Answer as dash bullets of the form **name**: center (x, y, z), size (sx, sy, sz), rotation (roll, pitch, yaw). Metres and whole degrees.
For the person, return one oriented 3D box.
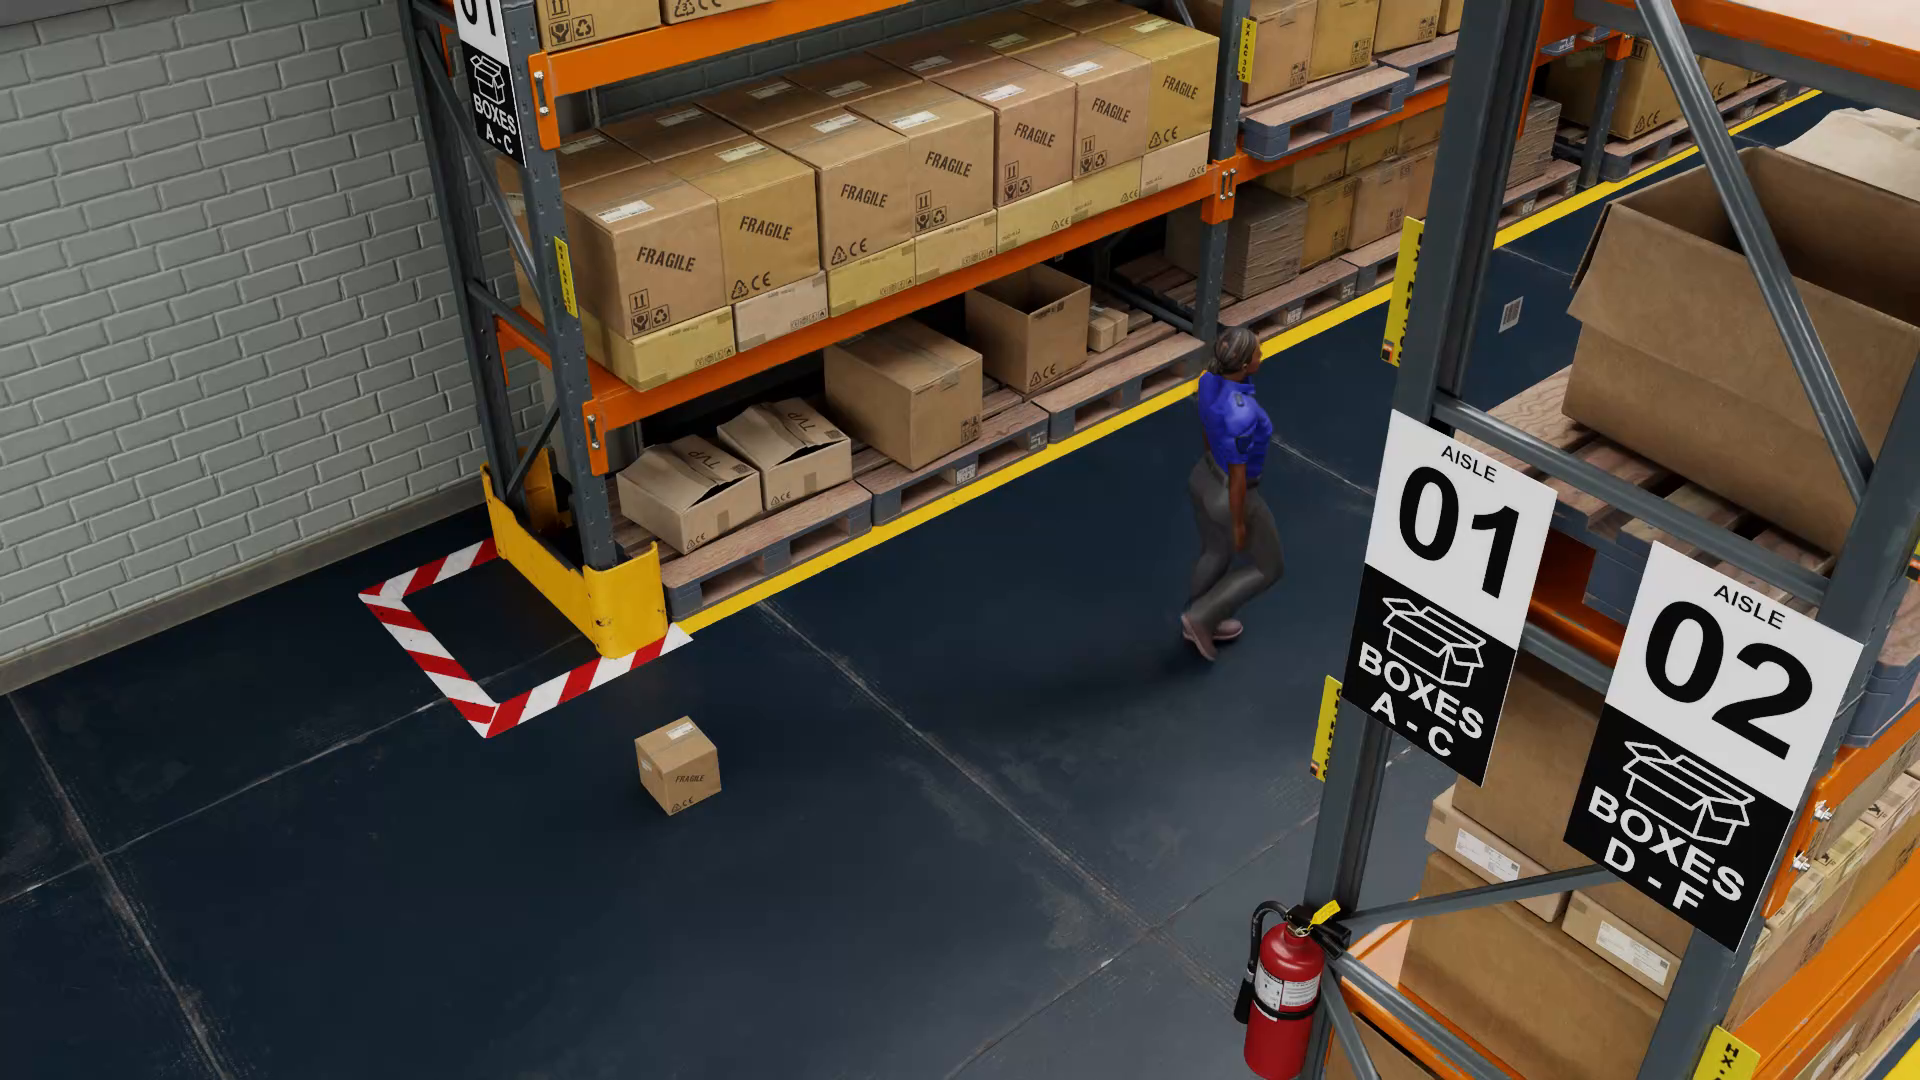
- **person**: center (1.193, -0.200, 7.309), size (0.444, 1.654, 0.473), rotation (-9, 37, -12)
